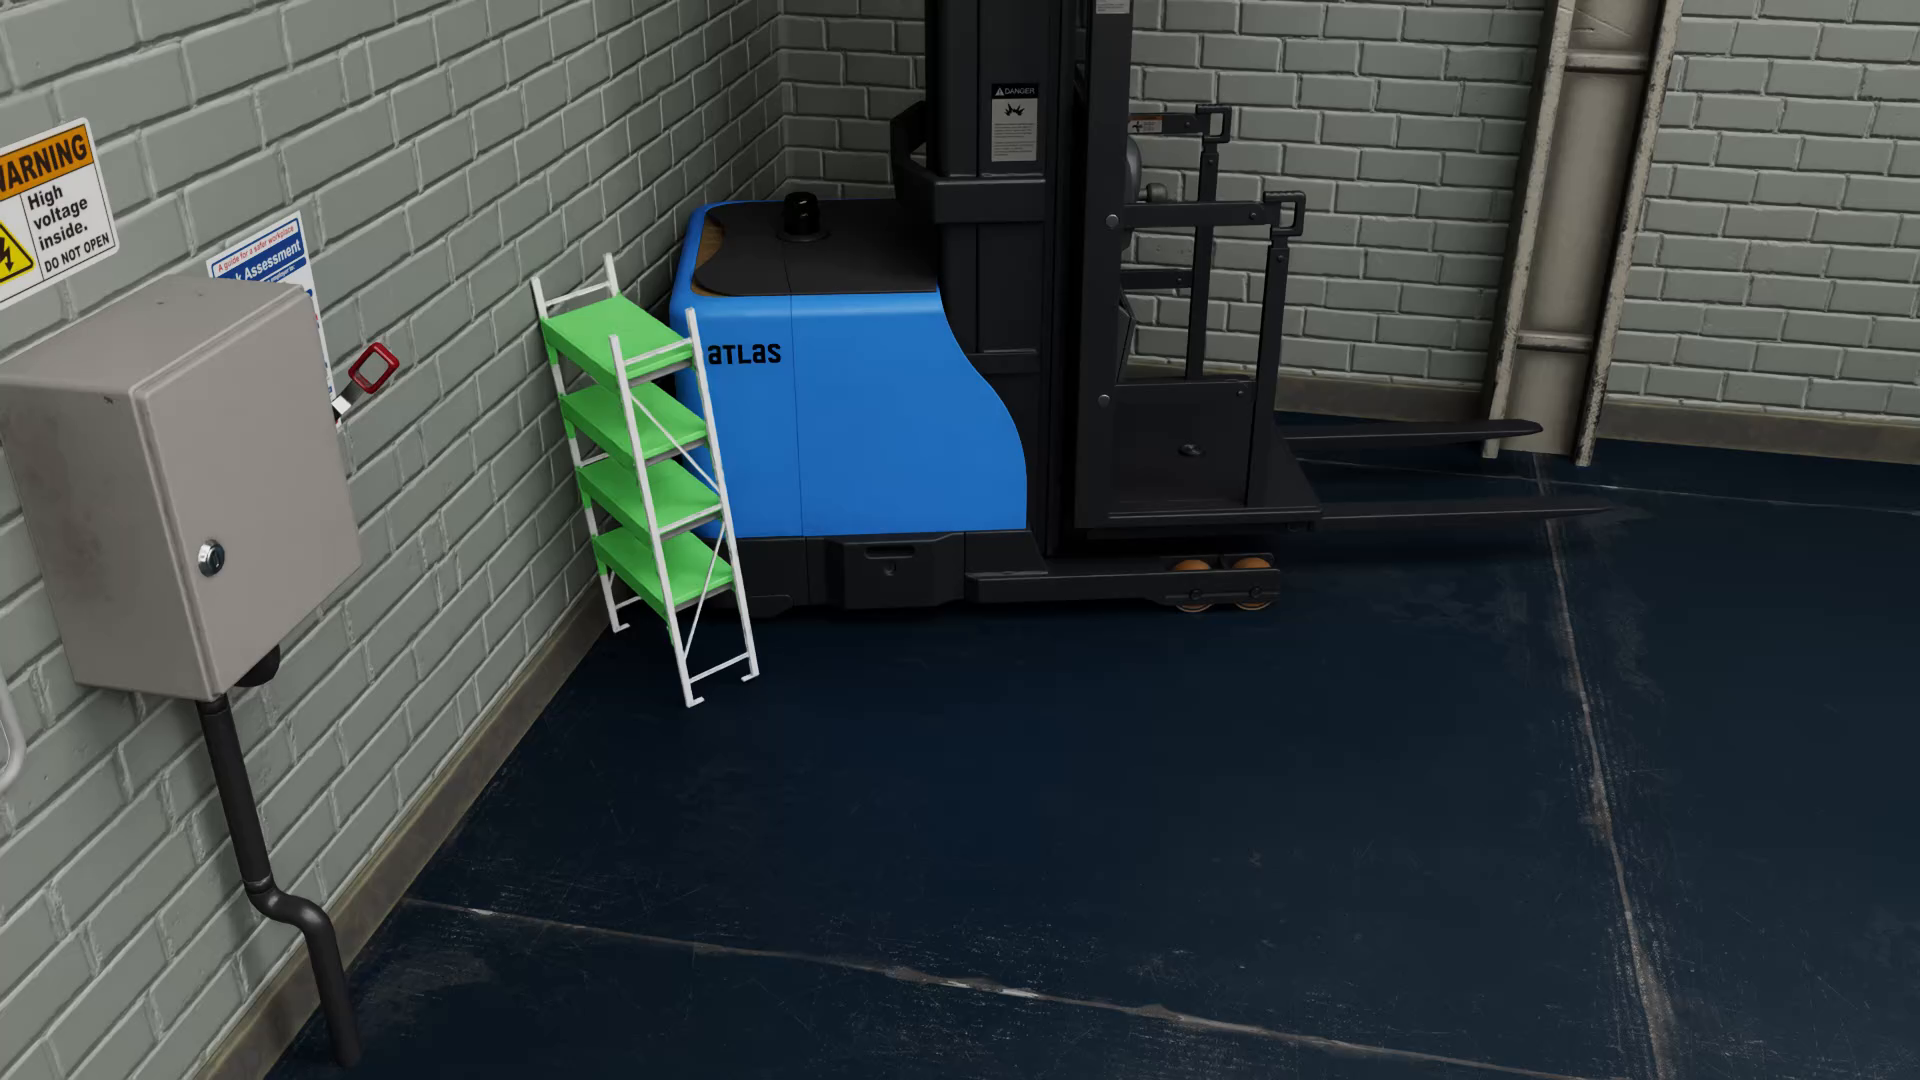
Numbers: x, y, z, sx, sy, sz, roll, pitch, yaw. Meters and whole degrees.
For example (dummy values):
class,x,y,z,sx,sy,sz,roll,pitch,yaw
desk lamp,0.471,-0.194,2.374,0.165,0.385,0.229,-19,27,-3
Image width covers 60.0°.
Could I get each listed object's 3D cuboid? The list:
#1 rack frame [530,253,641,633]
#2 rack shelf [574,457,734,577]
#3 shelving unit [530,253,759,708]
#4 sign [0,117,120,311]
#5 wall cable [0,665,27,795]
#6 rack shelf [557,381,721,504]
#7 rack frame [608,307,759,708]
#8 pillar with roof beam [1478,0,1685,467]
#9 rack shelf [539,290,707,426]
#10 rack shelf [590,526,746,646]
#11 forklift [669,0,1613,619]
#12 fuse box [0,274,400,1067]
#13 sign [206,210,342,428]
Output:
class,x,y,z,sx,sy,sz,roll,pitch,yaw
rack frame,-1.030,-0.257,4.920,0.240,1.200,0.015,-25,38,-27
rack shelf,-0.882,-0.103,4.784,0.258,0.148,0.480,-25,38,-27
shelving unit,-0.887,-0.157,4.749,0.258,1.200,0.503,-25,38,-27
sign,-1.528,-0.542,2.756,0.001,0.242,0.339,6,29,11
wall cable,-1.610,-0.326,2.163,0.122,1.984,0.588,6,29,11
rack shelf,-0.900,-0.303,4.652,0.258,0.148,0.480,-25,38,-27
rack frame,-0.744,-0.057,4.579,0.240,1.200,0.015,-25,38,-27
pillar with roof beam,1.310,-2.293,0.568,0.400,9.000,9.100,6,29,11
rack shelf,-0.917,-0.503,4.520,0.258,0.148,0.480,-25,38,-27
rack shelf,-0.864,0.096,4.916,0.258,0.148,0.480,-25,38,-27
forklift,0.622,-1.306,5.084,3.031,2.935,1.130,-2,29,-4
fuse box,-1.314,0.380,3.273,0.414,1.711,0.539,6,29,11
sign,-1.413,-0.396,3.448,0.001,0.494,0.329,6,29,11
